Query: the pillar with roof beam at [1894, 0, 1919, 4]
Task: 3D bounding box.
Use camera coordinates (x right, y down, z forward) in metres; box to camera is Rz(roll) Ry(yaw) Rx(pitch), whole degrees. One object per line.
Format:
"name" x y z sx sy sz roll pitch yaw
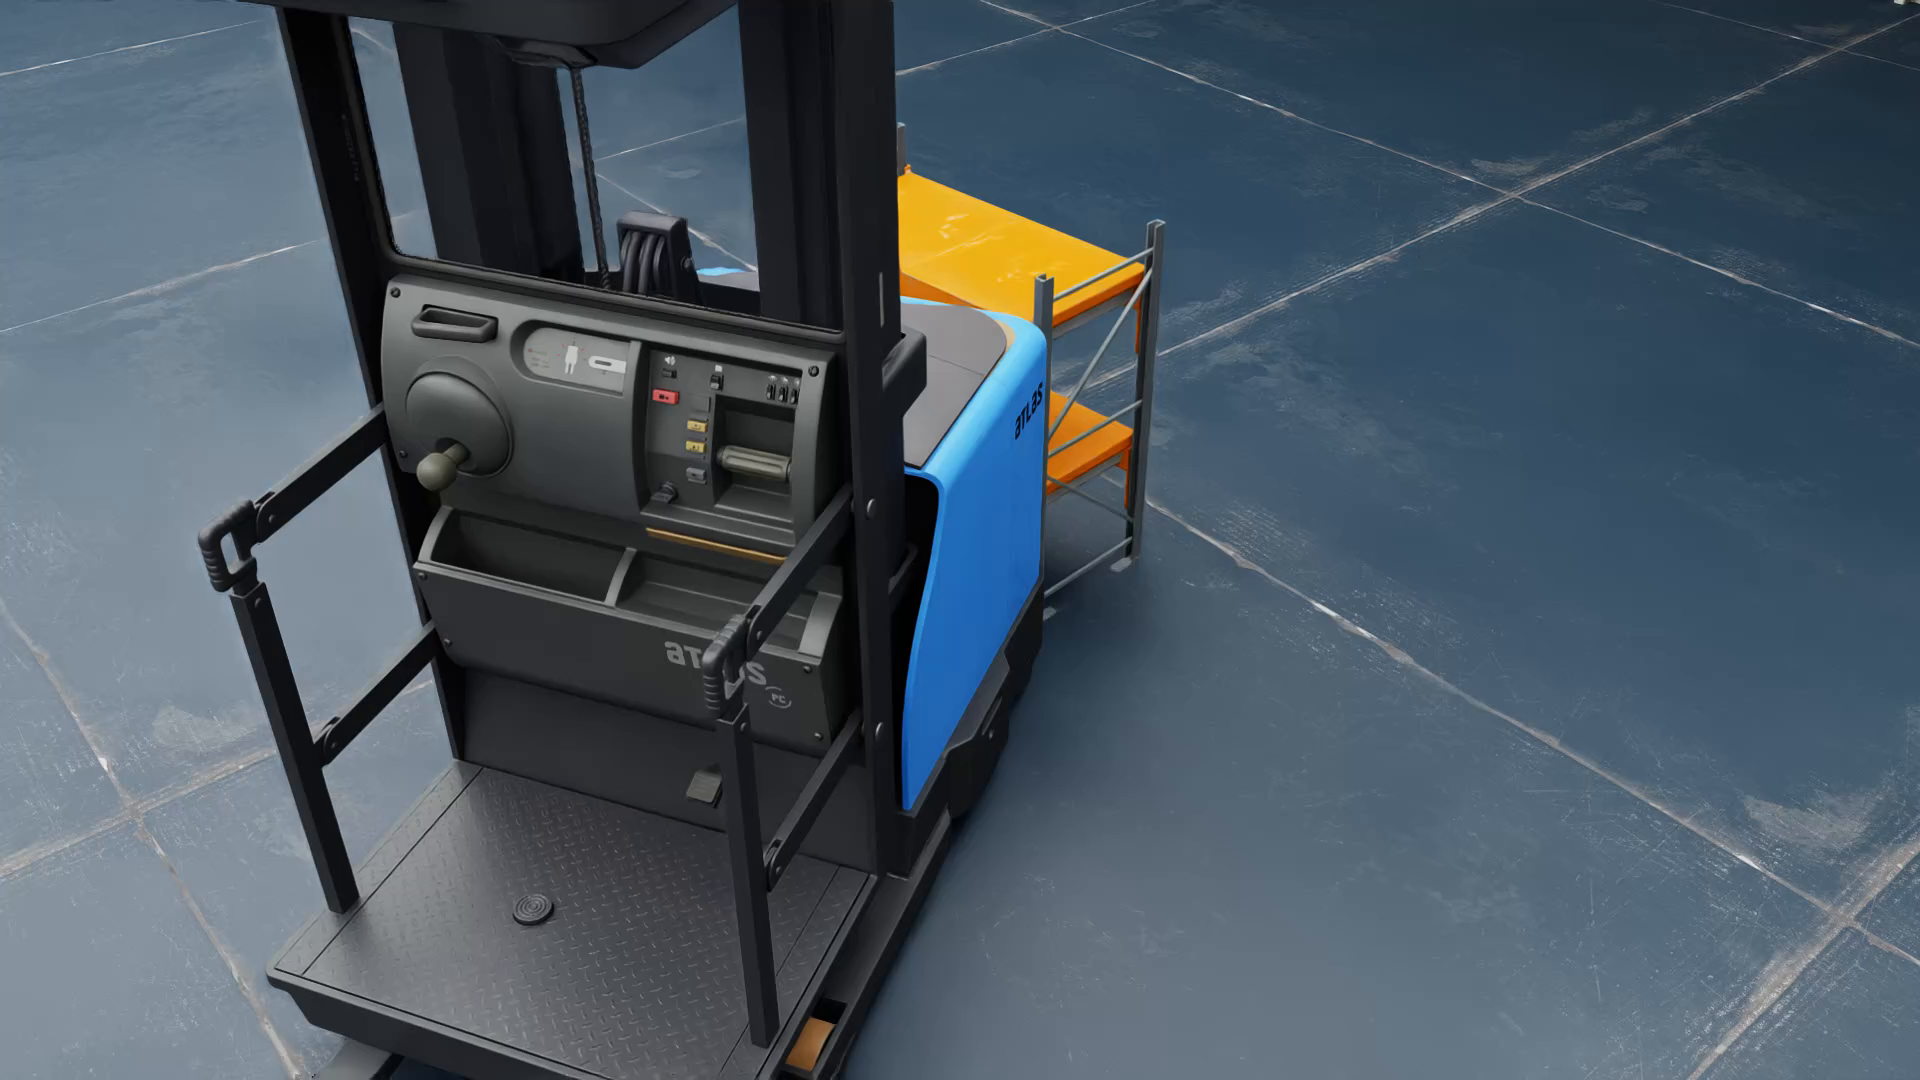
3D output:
"pillar with roof beam" 2.381 -5.163 4.754 9.100 9.000 0.400 -26 43 -32

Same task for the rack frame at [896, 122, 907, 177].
"rack frame" -0.352 -0.719 5.292 0.032 1.125 0.500 29 45 35

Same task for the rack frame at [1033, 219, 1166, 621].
"rack frame" 0.375 -0.308 4.712 0.032 1.125 0.500 29 45 35

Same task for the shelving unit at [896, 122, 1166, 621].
"shelving unit" 0.012 -0.513 5.002 1.048 1.125 0.538 29 45 35

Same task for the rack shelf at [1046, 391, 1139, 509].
"rack shelf" 0.012 -0.314 5.143 1.000 0.278 0.538 29 45 35

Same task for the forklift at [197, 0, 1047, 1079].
"forklift" -0.753 -0.174 2.959 1.130 2.935 3.031 12 37 16

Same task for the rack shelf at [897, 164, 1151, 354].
"rack shelf" 0.012 -0.752 4.833 1.000 0.278 0.538 29 45 35
